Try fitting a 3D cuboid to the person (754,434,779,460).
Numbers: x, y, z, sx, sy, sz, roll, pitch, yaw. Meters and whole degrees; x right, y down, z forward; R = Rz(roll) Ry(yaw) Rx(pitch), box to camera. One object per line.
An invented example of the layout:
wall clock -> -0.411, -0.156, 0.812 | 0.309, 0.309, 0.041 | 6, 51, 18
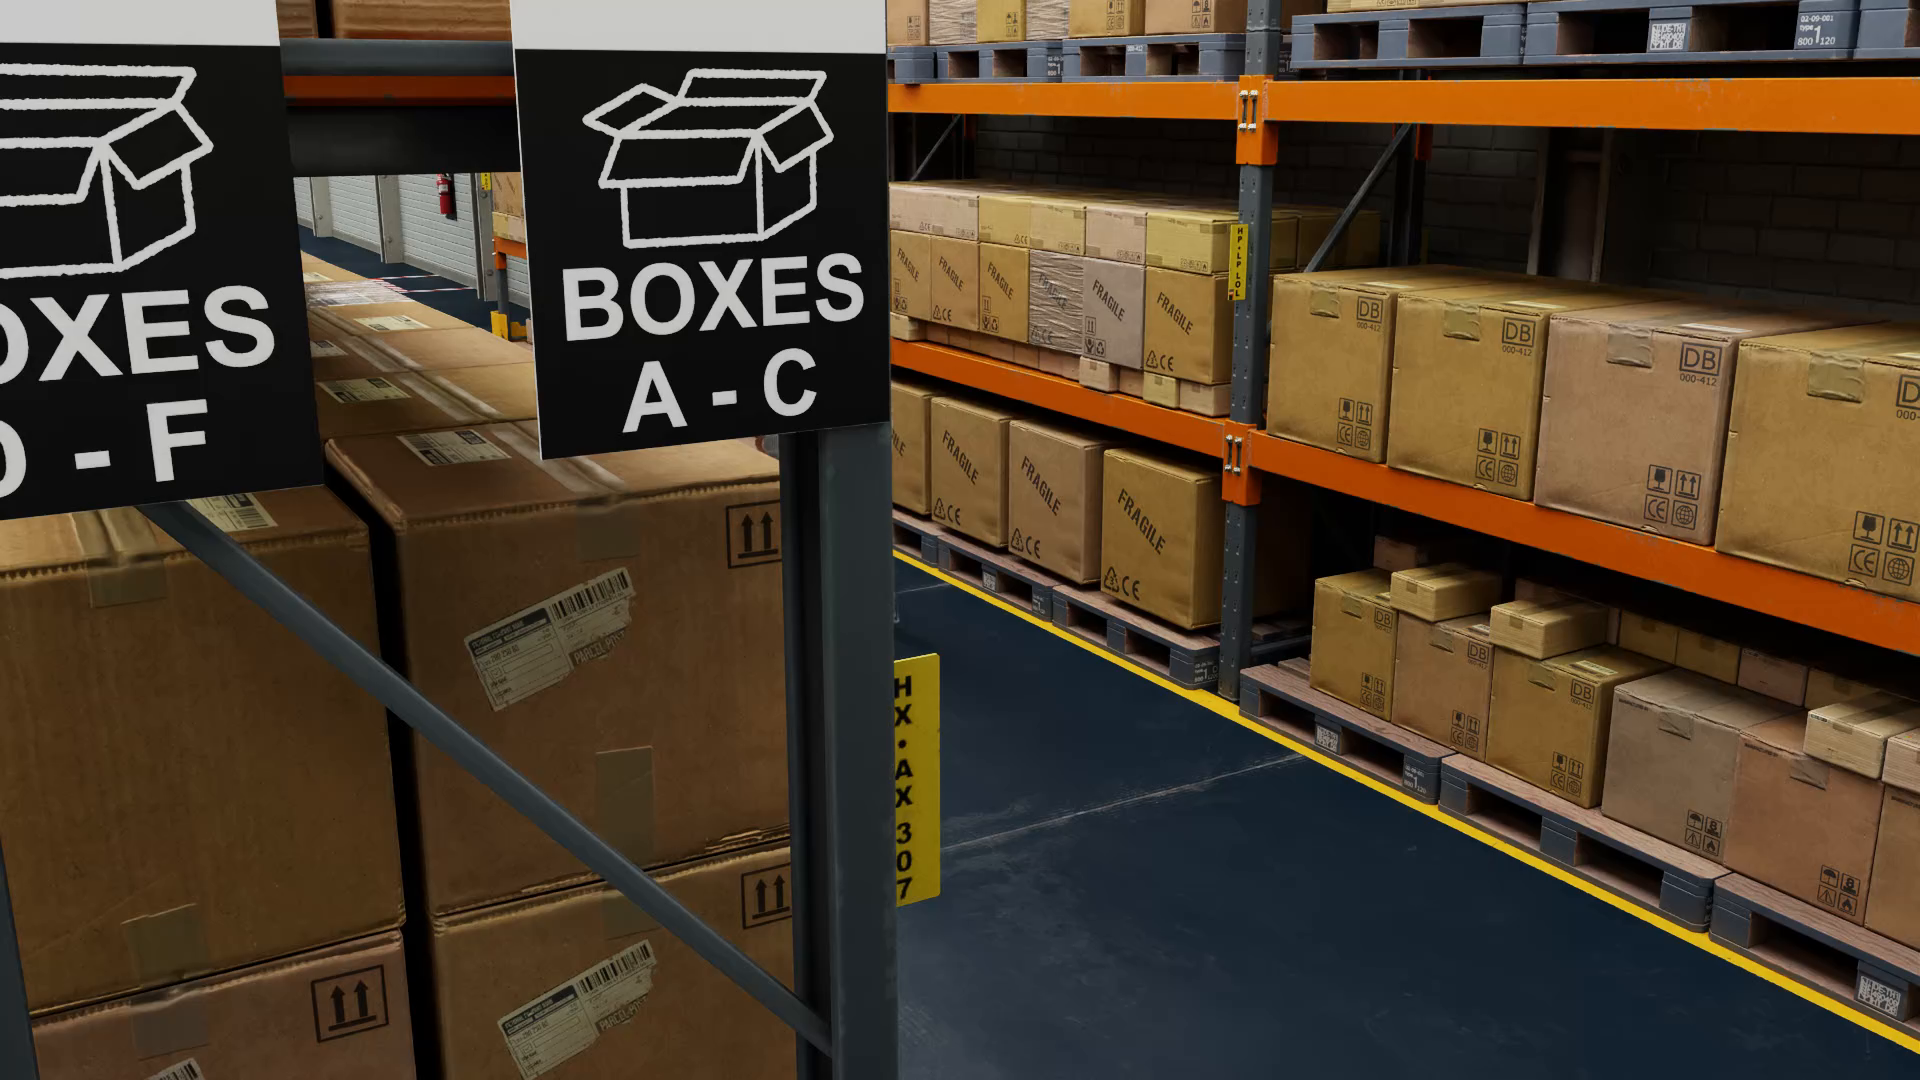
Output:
person -> -0.961, -0.473, 9.377 | 0.440, 1.631, 0.565 | -6, 16, -22
